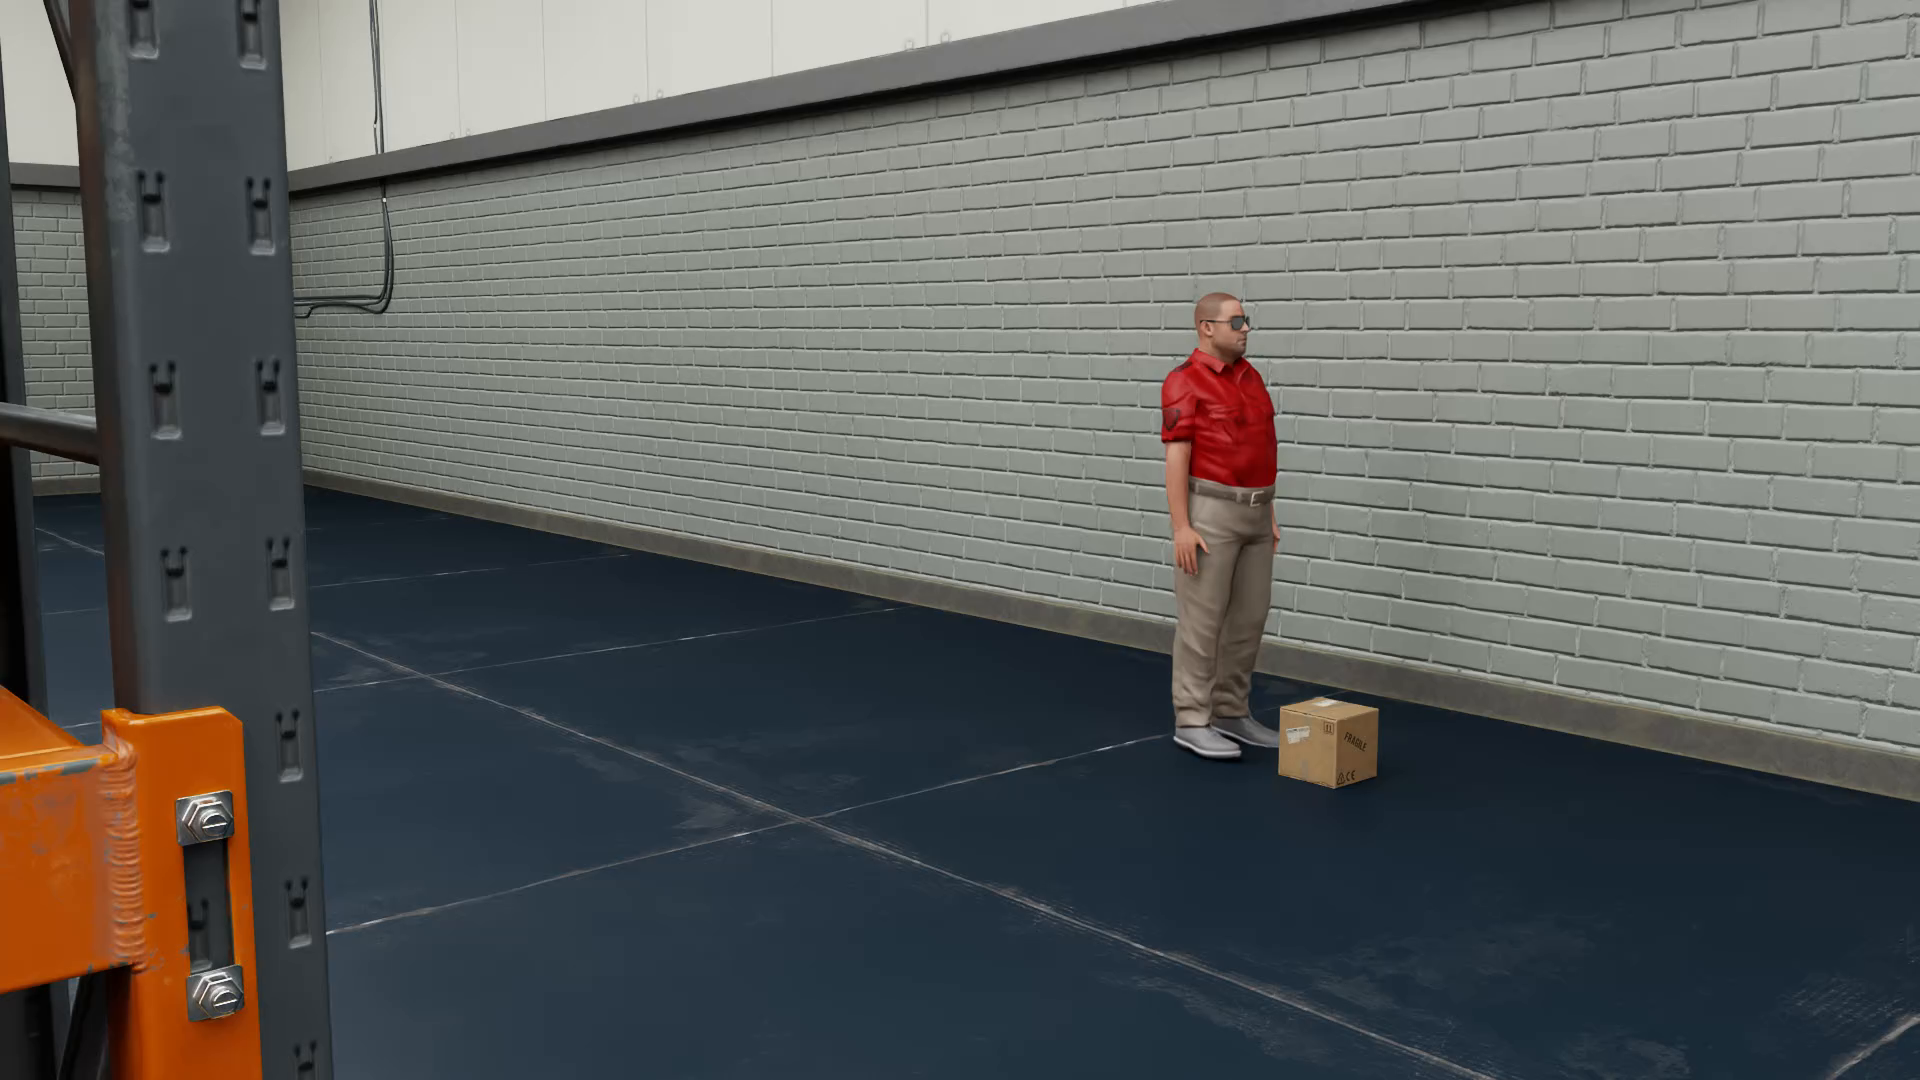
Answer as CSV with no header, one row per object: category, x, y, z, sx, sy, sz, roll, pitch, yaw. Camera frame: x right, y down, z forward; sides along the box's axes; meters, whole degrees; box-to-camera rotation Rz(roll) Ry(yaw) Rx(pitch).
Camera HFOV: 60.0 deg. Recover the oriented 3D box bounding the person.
person,1.003,-0.049,6.262,0.544,1.748,0.369,-6,10,-39
